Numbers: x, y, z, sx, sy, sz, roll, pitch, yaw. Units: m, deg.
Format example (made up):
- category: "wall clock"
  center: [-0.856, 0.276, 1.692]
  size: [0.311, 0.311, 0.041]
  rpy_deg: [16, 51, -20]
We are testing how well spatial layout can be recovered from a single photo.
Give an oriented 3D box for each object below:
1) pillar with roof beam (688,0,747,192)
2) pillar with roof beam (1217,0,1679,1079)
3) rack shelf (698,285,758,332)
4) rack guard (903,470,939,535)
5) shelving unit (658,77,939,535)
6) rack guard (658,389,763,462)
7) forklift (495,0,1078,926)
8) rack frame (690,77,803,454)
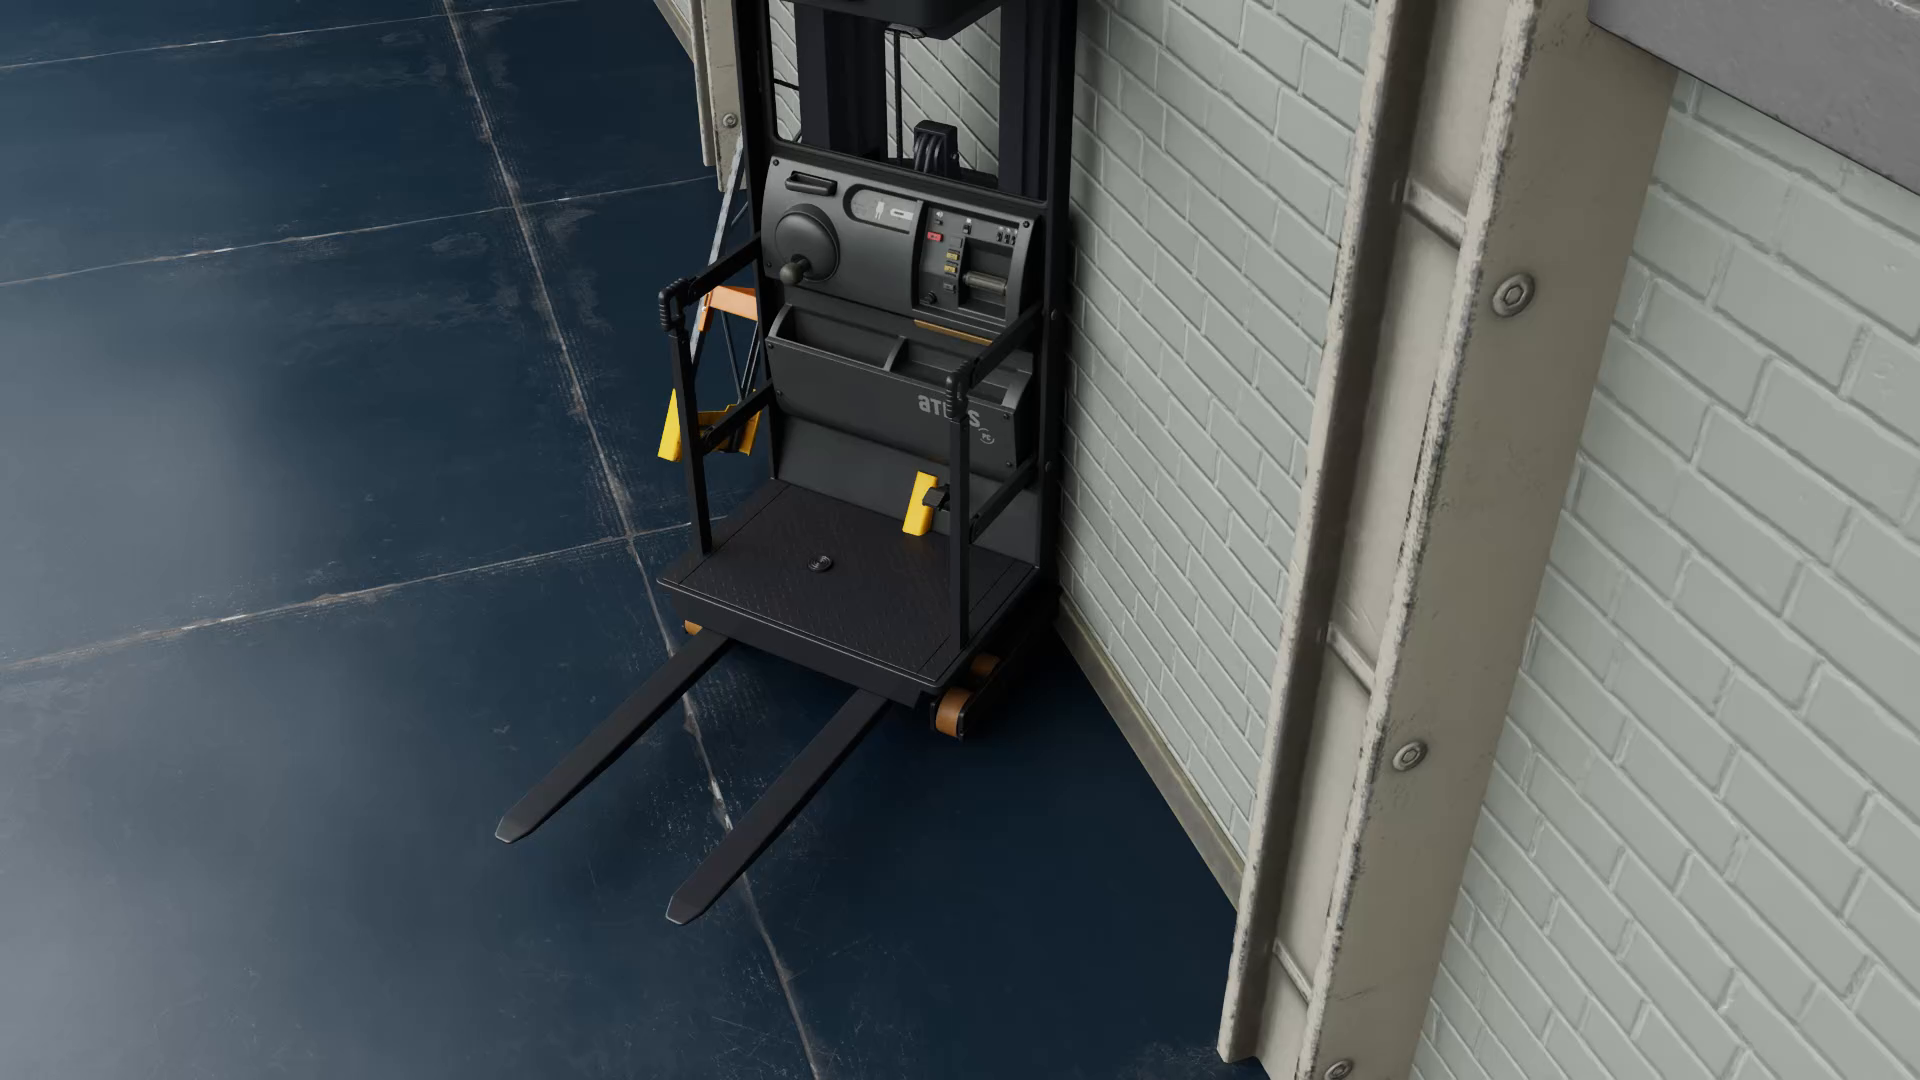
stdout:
- category: "pillar with roof beam"
  center: [-5.210, -4.657, 4.953]
  size: [9.100, 9.000, 0.400]
  rpy_deg: [-12, 39, -16]
- category: "pillar with roof beam"
  center: [-3.145, -1.267, 0.453]
  size: [9.100, 9.000, 0.400]
  rpy_deg: [-12, 39, -16]
- category: "rack shelf"
  center: [-0.374, -0.709, 6.012]
  size: [1.000, 0.185, 0.538]
  rpy_deg: [19, 12, 19]
- category: "rack guard"
  center: [-0.036, -0.130, 5.932]
  size: [0.087, 0.250, 0.587]
  rpy_deg: [19, 12, 19]
- category: "shelving unit"
  center: [-0.320, -0.876, 5.974]
  size: [1.083, 1.500, 0.587]
  rpy_deg: [19, 12, 19]
- category: "rack guard"
  center: [-0.925, -0.438, 6.258]
  size: [0.087, 0.250, 0.587]
  rpy_deg: [19, 12, 19]
- category: "forklift"
  center: [-0.304, -0.843, 4.933]
  size: [1.130, 2.935, 3.031]
  rpy_deg: [19, 41, 23]
- category: "rack frame"
  center: [-0.782, -1.036, 6.144]
  size: [0.032, 1.500, 0.500]
  rpy_deg: [19, 12, 19]
